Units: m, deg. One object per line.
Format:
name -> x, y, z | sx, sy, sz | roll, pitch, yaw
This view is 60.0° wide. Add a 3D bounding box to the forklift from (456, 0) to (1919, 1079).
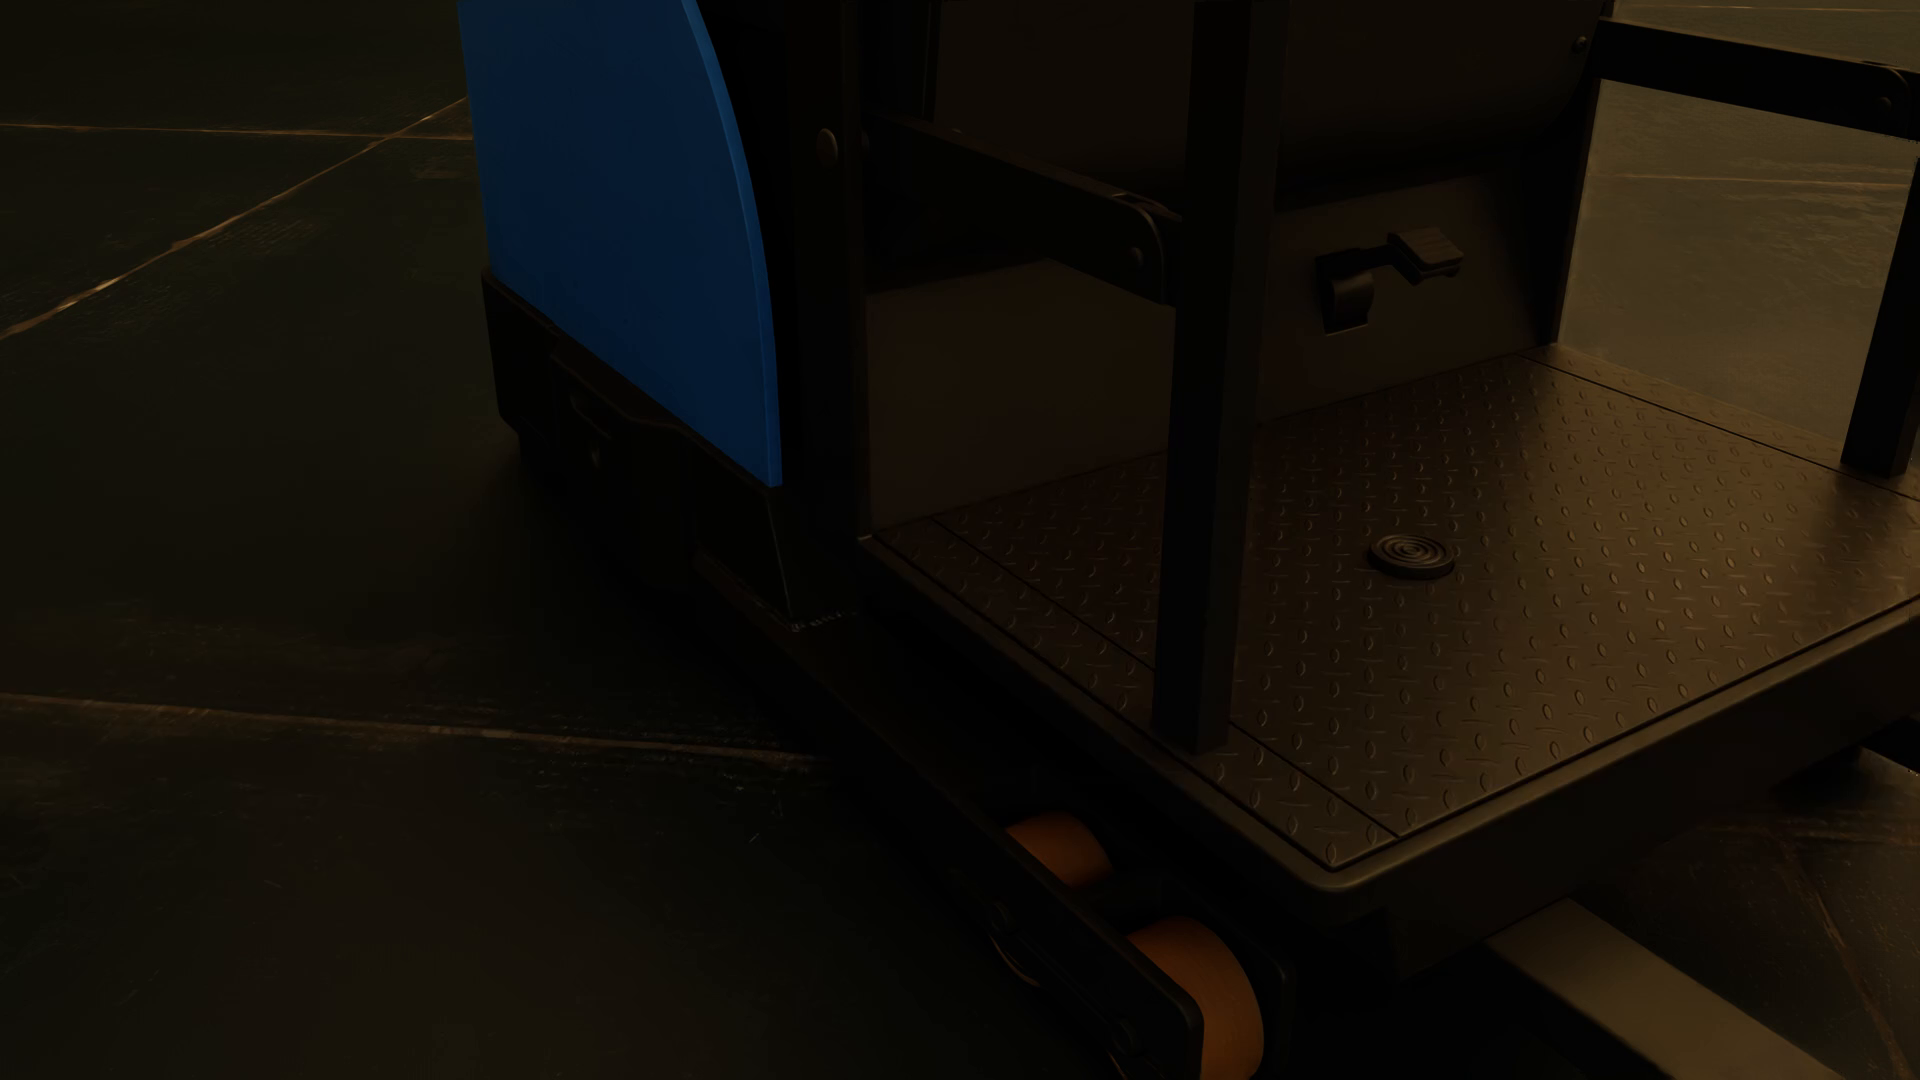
forklift -> 0.457, -1.047, 1.315 | 1.130, 2.935, 3.031 | -16, 31, -29
